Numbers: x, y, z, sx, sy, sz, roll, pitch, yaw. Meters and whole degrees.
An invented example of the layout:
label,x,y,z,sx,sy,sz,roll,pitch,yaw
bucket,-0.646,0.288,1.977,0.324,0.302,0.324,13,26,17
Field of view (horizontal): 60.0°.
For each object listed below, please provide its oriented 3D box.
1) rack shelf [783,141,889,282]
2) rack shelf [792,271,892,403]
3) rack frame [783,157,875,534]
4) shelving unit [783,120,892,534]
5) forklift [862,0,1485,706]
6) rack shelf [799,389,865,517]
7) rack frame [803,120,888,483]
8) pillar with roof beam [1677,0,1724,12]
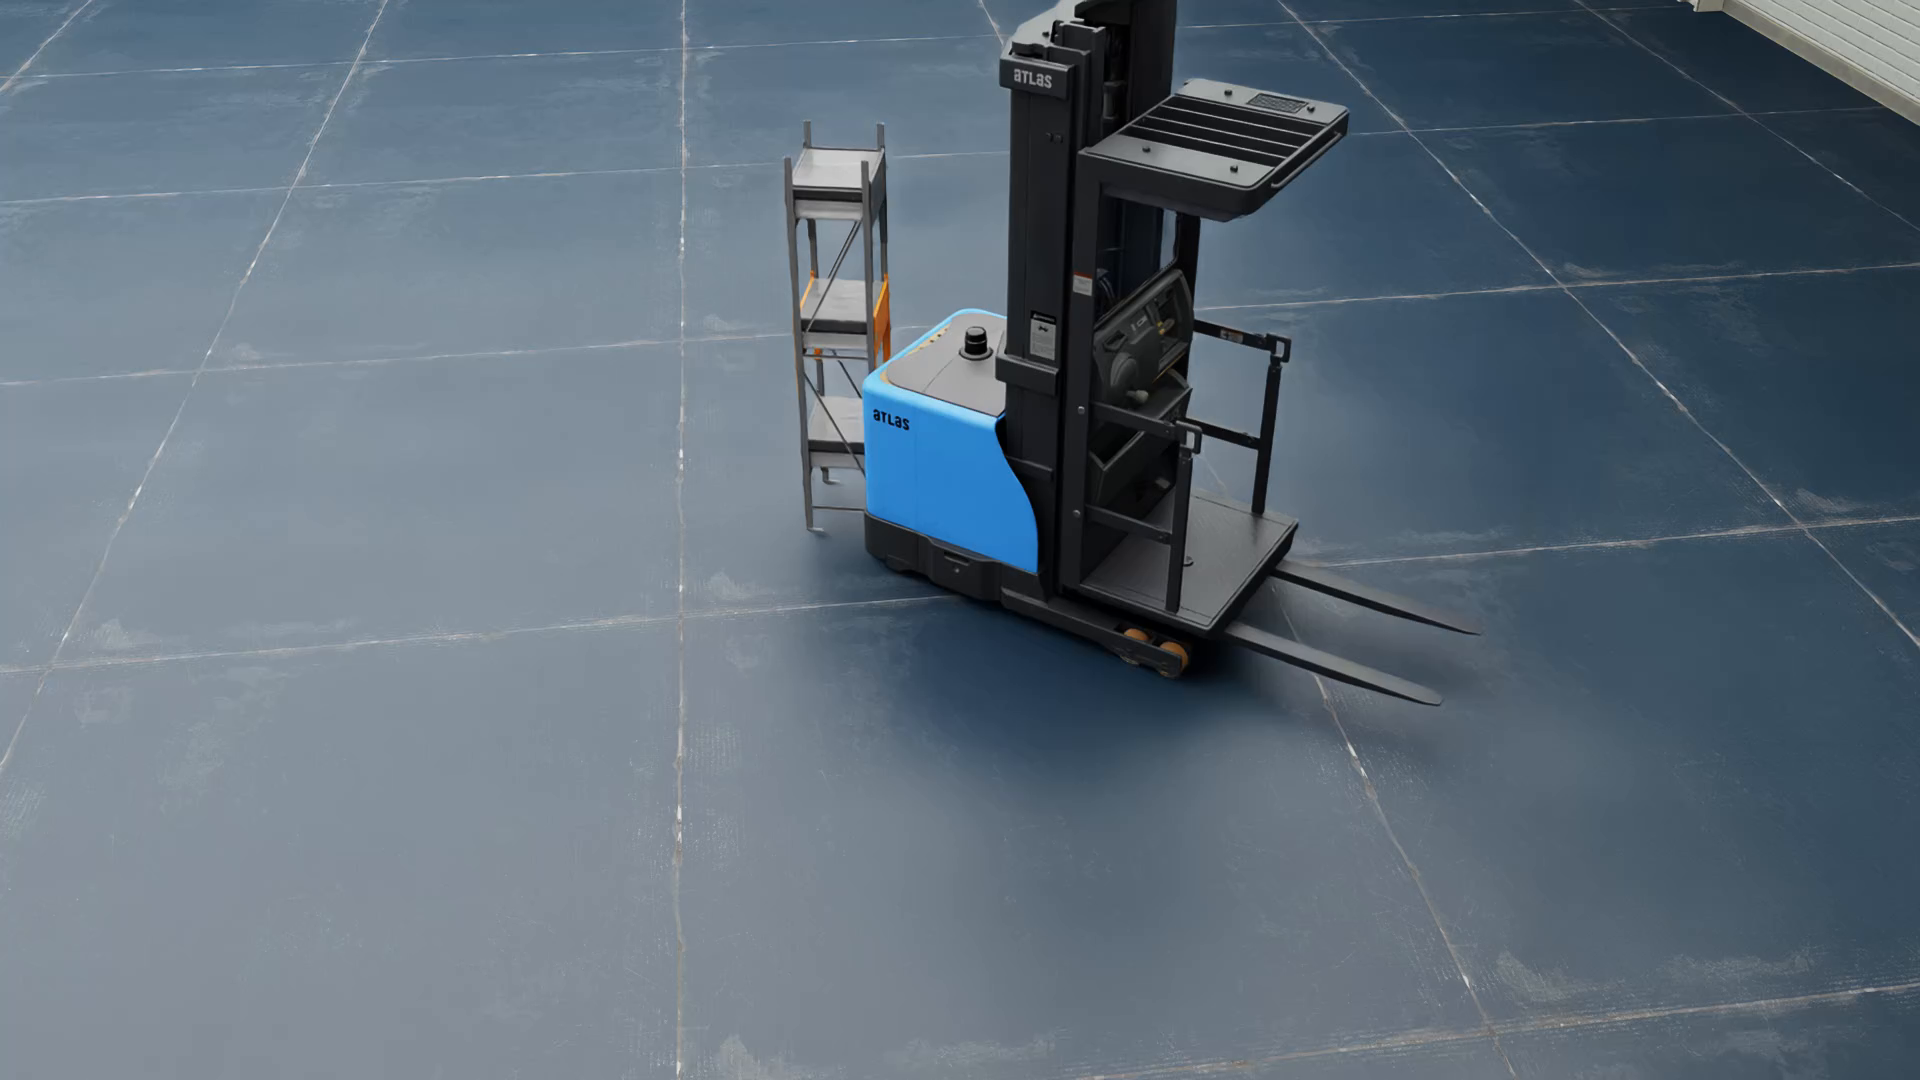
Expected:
label,x,y,z,sx,sy,sz,roll,pitch,yaw
rack shelf,-0.599,-1.614,8.164,0.431,0.518,0.480,4,34,5
rack shelf,-0.599,-1.036,8.558,0.431,0.518,0.480,4,34,5
rack frame,-0.626,-0.911,8.350,0.400,2.100,0.015,4,34,5
shelving unit,-0.599,-1.047,8.551,0.431,2.100,0.503,4,34,5
forklift,1.026,-0.900,7.597,3.031,2.935,1.130,19,39,26
rack shelf,-0.599,-0.458,8.953,0.431,0.518,0.480,4,34,5
rack frame,-0.572,-1.184,8.751,0.400,2.100,0.015,4,34,5
pillar with roof beam,3.221,-8.799,13.799,9.100,9.000,0.400,-4,35,-6
